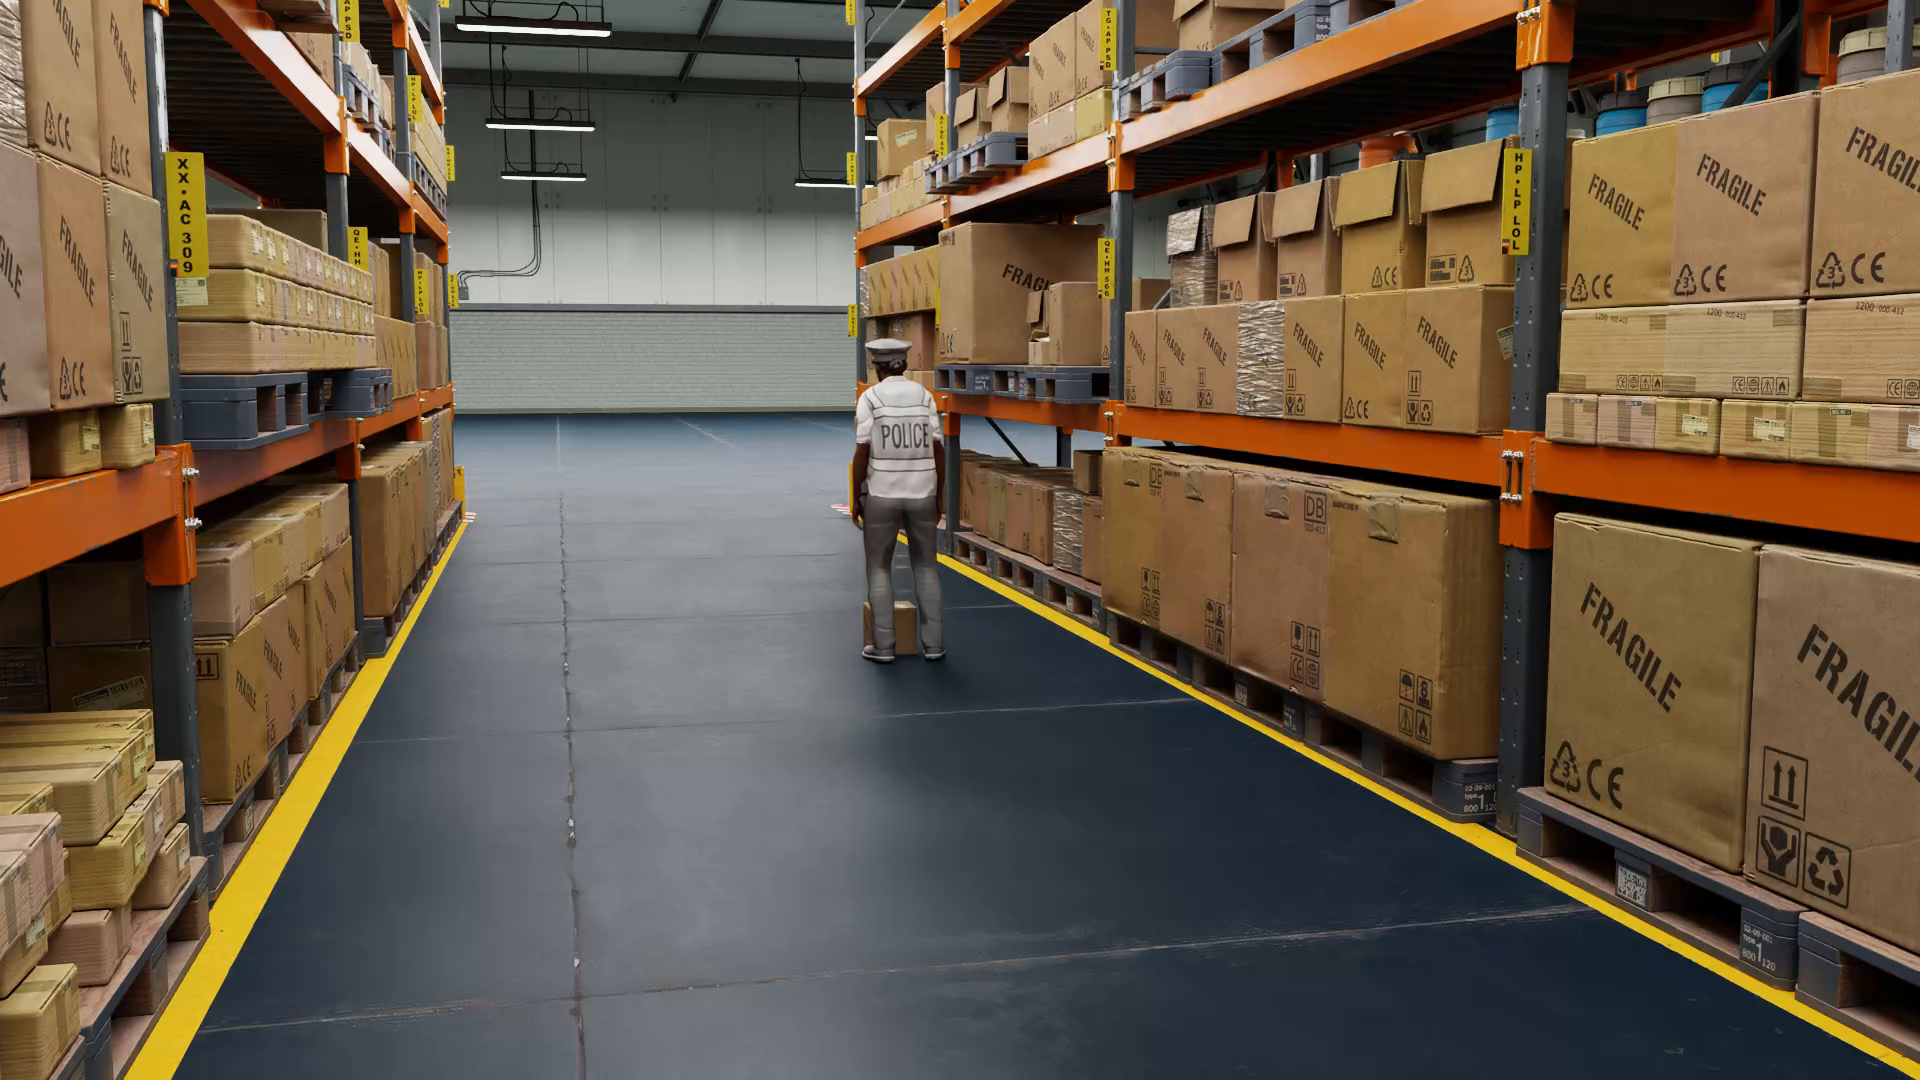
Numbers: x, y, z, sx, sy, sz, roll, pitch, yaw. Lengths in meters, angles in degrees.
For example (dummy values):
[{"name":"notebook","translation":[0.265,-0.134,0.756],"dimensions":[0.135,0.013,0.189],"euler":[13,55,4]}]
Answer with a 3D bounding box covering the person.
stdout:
[{"name":"person","translation":[-0.306,-0.205,8.562],"dimensions":[0.526,1.658,0.396],"euler":[-2,7,-17]}]
